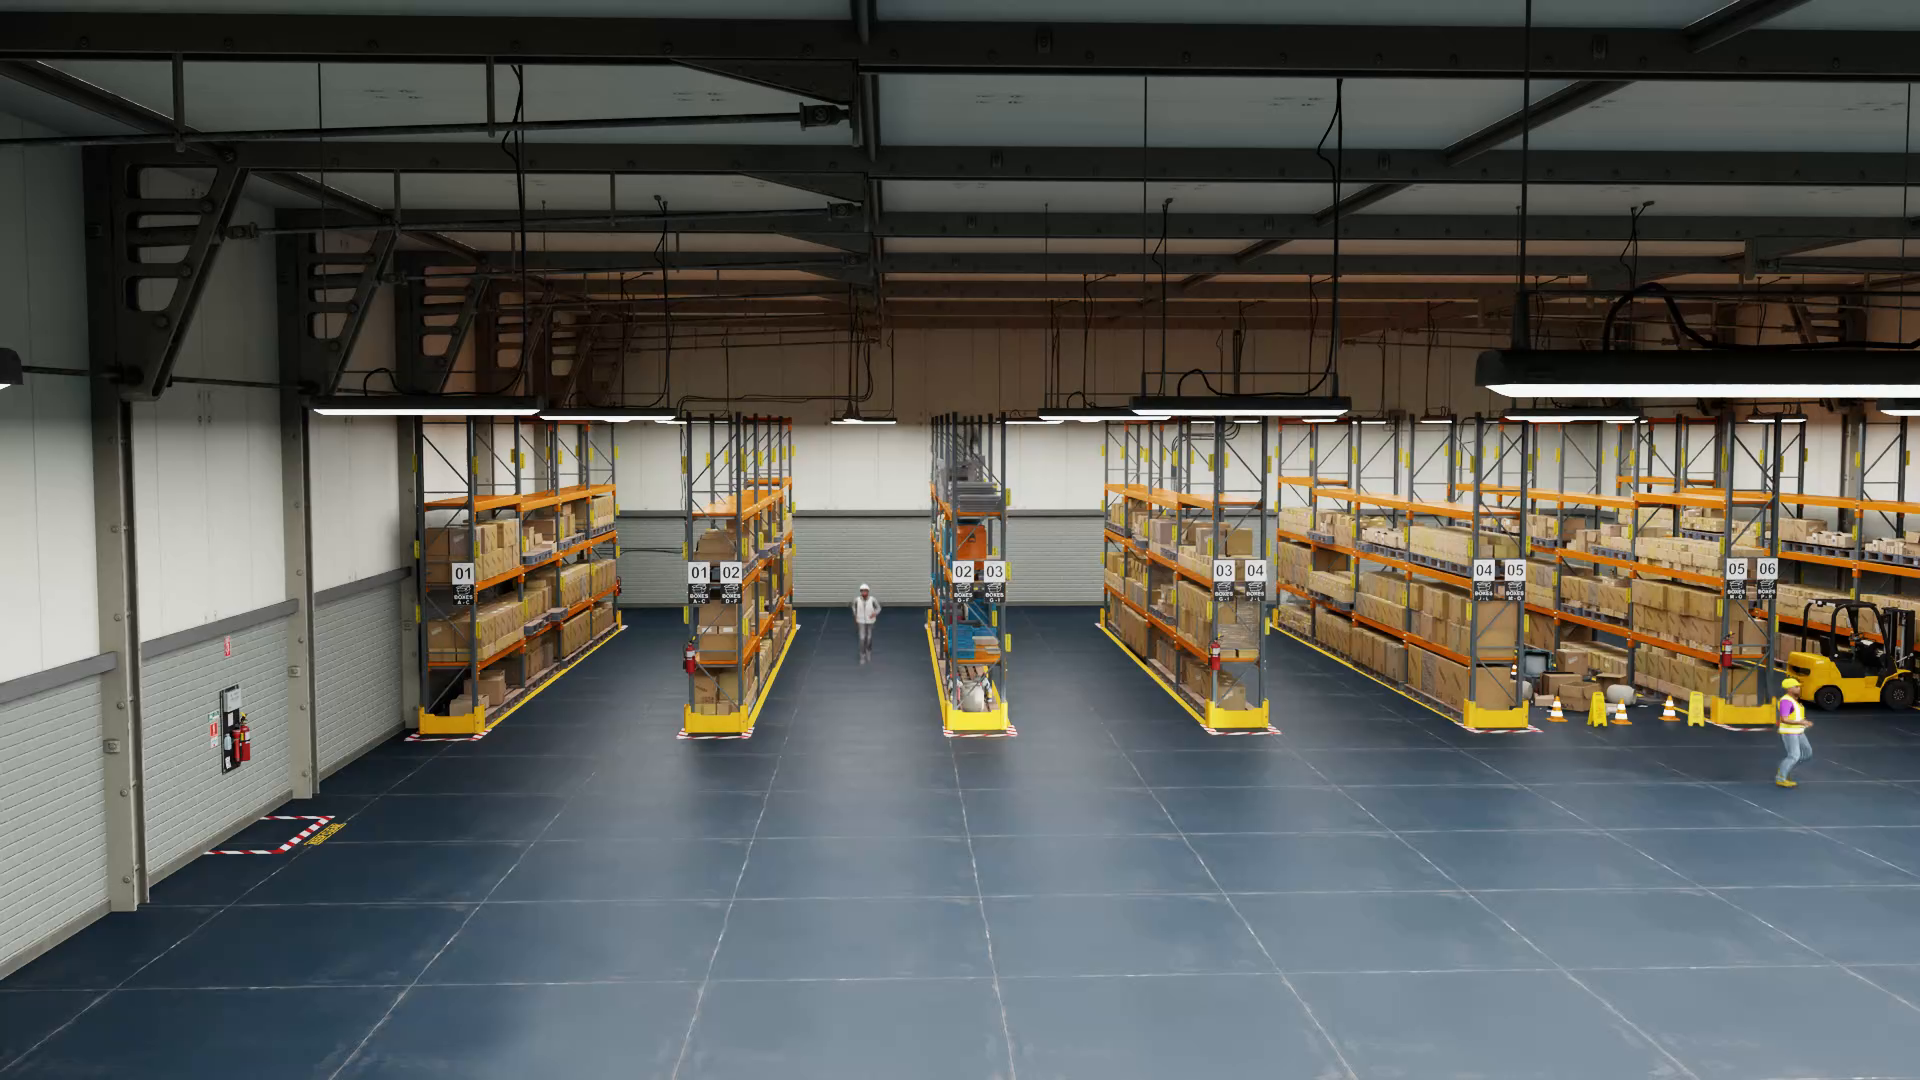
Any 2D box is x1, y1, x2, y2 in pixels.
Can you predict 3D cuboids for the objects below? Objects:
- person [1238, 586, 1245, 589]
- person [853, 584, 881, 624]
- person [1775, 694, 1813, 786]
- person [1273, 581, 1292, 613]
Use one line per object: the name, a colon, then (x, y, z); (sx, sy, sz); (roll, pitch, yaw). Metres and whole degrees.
person: (8.205, 1.657, 48.604); (0.690, 1.615, 0.714); (-3, 5, -38)
person: (-2.160, 1.482, 38.381); (0.675, 0.917, 0.470); (0, 4, 1)
person: (13.212, 3.178, 26.379); (0.527, 1.468, 0.668); (4, 5, 43)
person: (9.634, 1.480, 49.013); (0.747, 1.710, 0.521); (-1, 4, -21)
